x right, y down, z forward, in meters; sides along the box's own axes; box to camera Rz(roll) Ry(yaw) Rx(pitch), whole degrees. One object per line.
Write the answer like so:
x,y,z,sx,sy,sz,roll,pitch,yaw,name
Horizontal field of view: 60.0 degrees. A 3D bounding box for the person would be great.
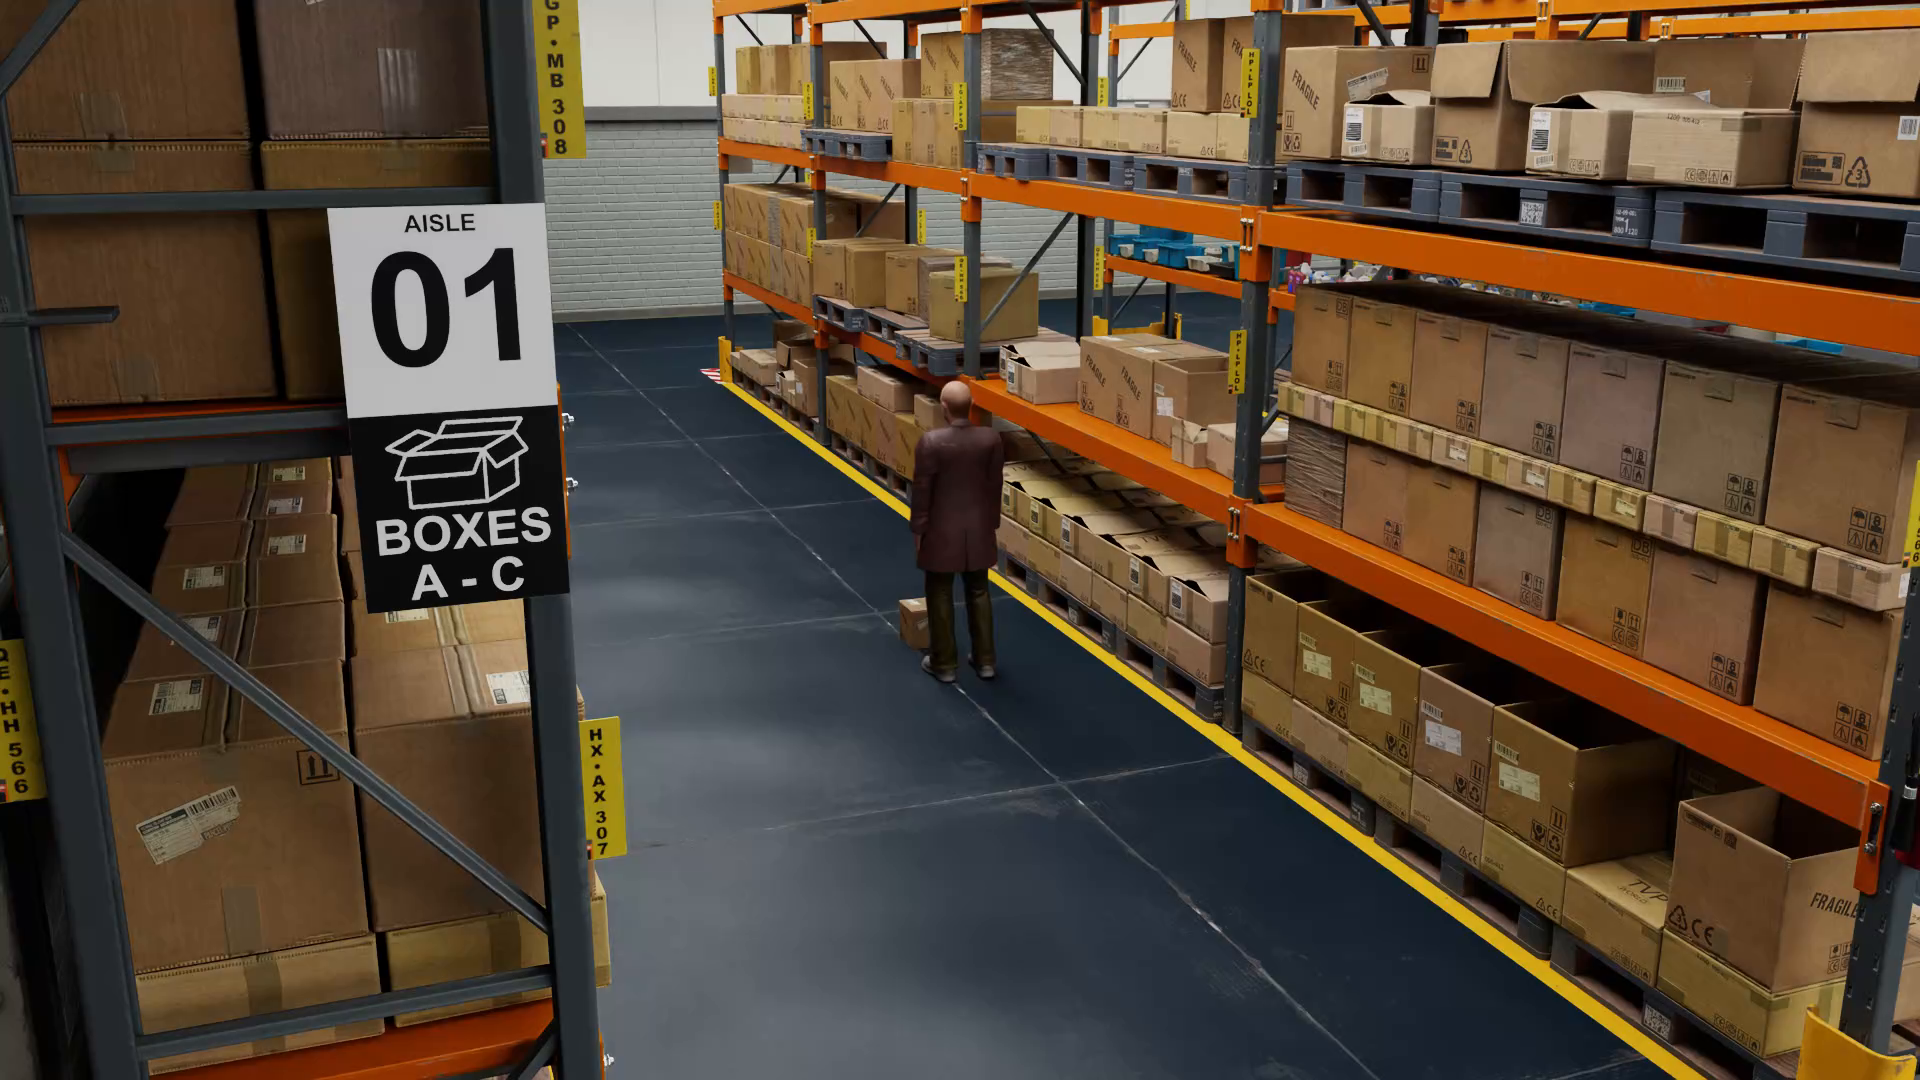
-0.031,-0.055,9.768,0.561,1.779,0.381,-5,16,-19,person
